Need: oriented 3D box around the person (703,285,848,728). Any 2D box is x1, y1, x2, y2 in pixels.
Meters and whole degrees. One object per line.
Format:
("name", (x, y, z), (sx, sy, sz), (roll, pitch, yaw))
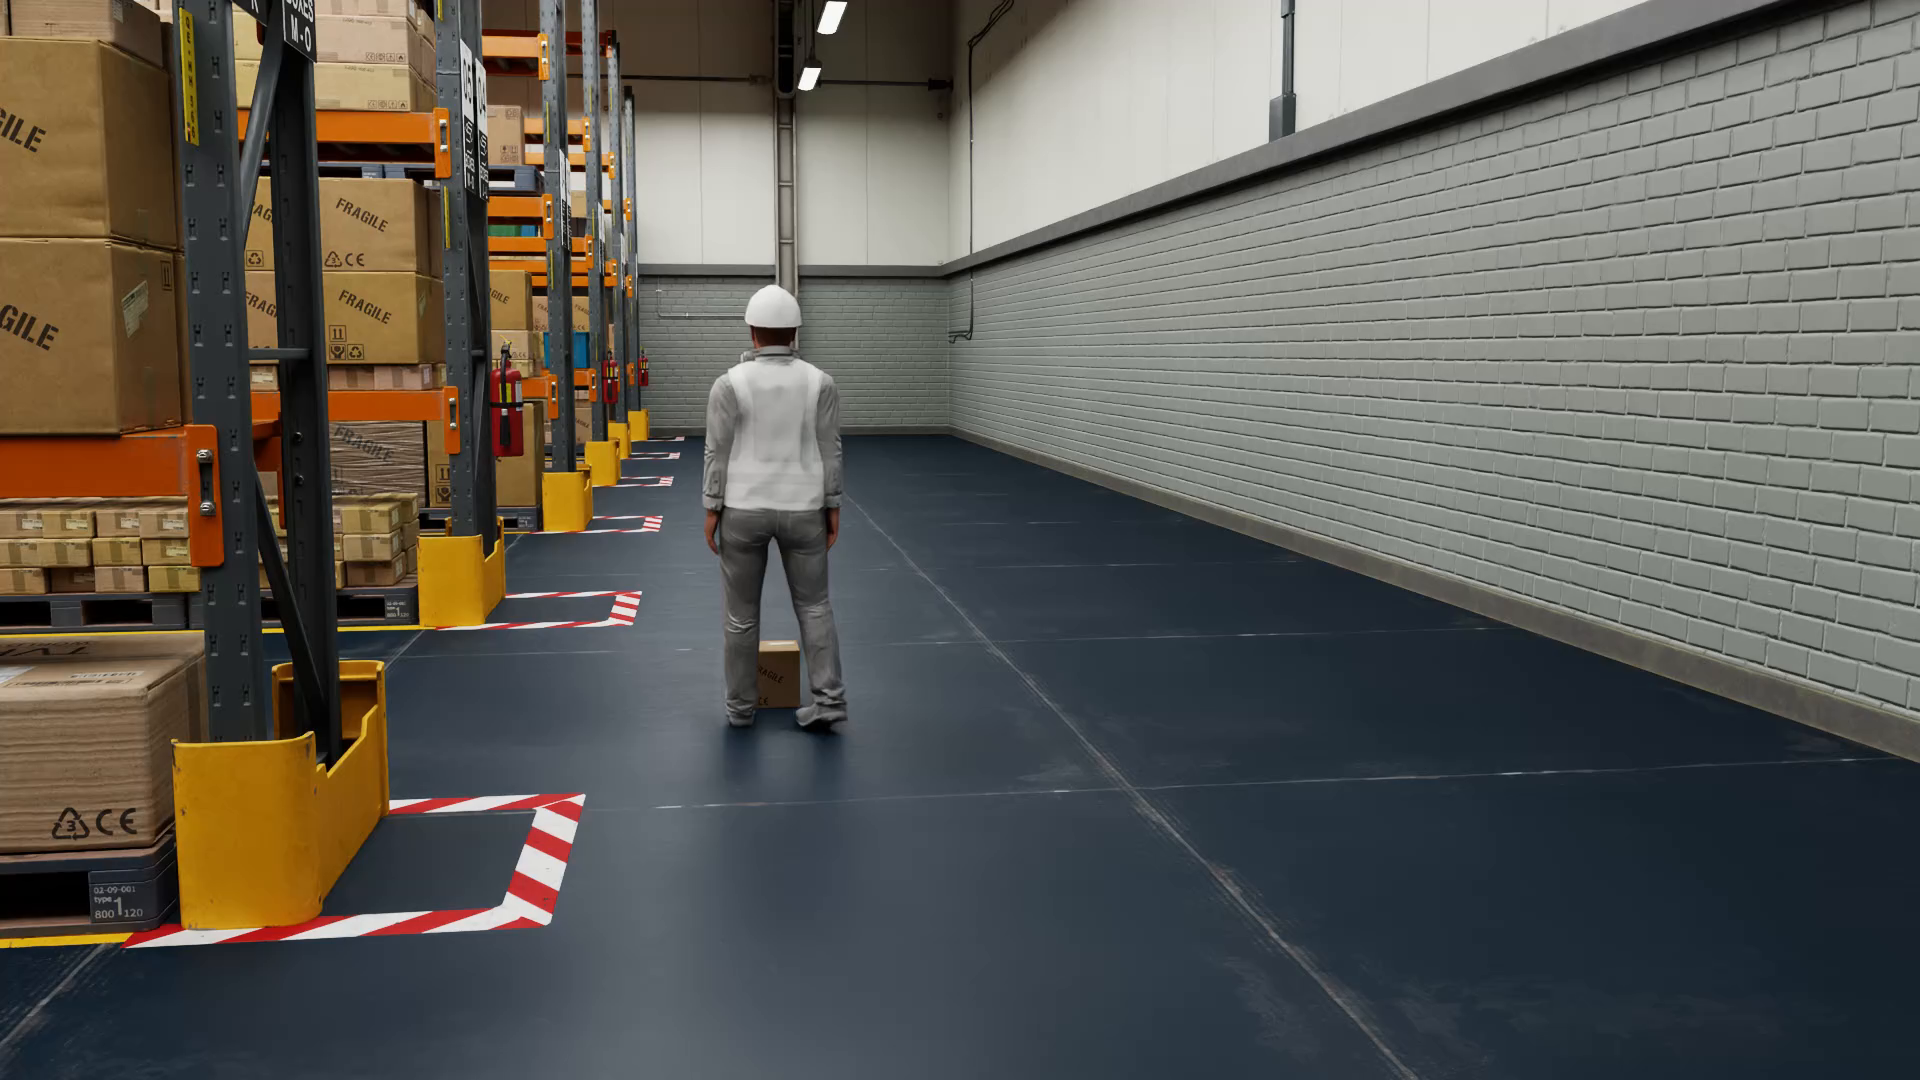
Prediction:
("person", (-0.760, -0.128, 6.697), (0.558, 1.773, 0.536), (-2, 7, -14))
